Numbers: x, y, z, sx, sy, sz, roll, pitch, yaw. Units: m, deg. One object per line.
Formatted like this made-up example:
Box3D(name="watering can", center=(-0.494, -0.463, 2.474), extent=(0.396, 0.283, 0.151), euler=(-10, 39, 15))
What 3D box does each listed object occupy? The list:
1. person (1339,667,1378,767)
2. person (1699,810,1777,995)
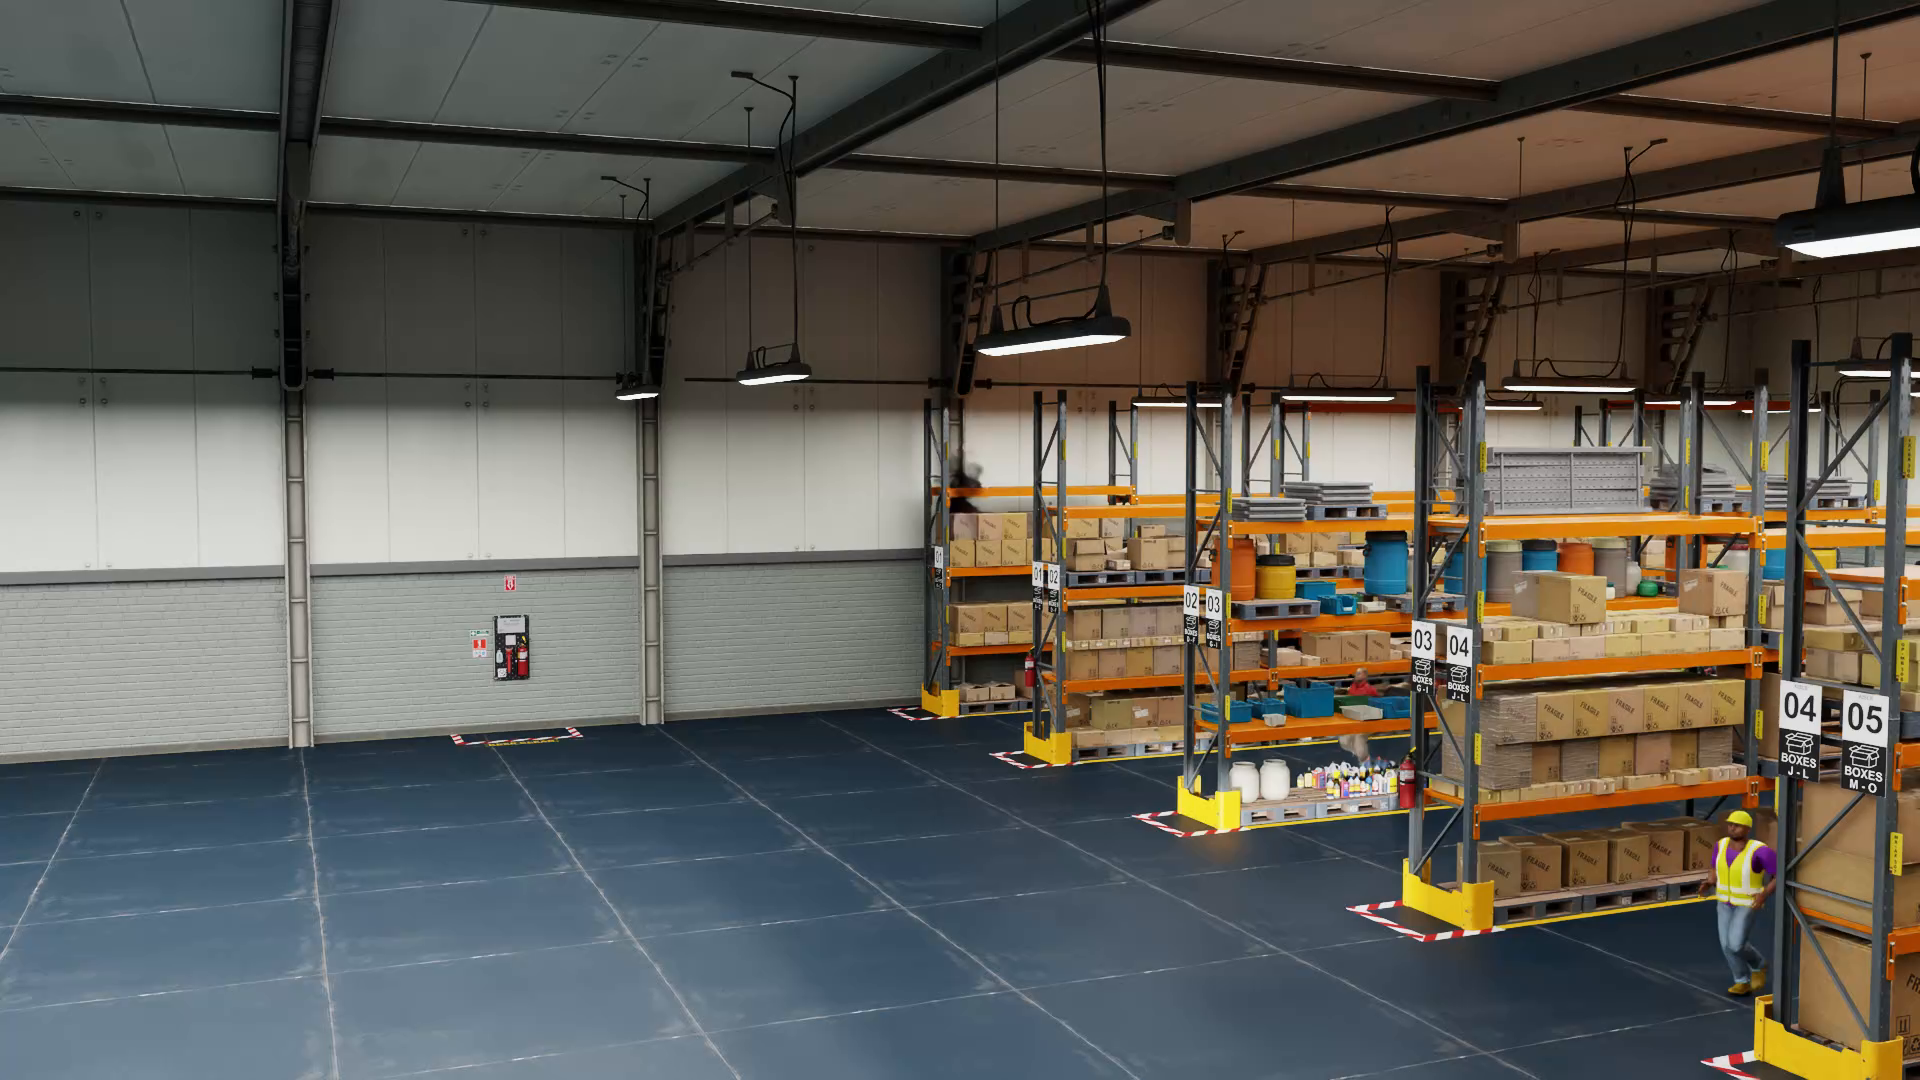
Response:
Box3D(name="person", center=(6.156, 2.808, 25.751), extent=(0.593, 1.685, 0.665), euler=(-2, 4, -29))
Box3D(name="person", center=(7.245, 3.382, 15.501), extent=(0.569, 1.721, 0.674), euler=(-2, 4, -31))
